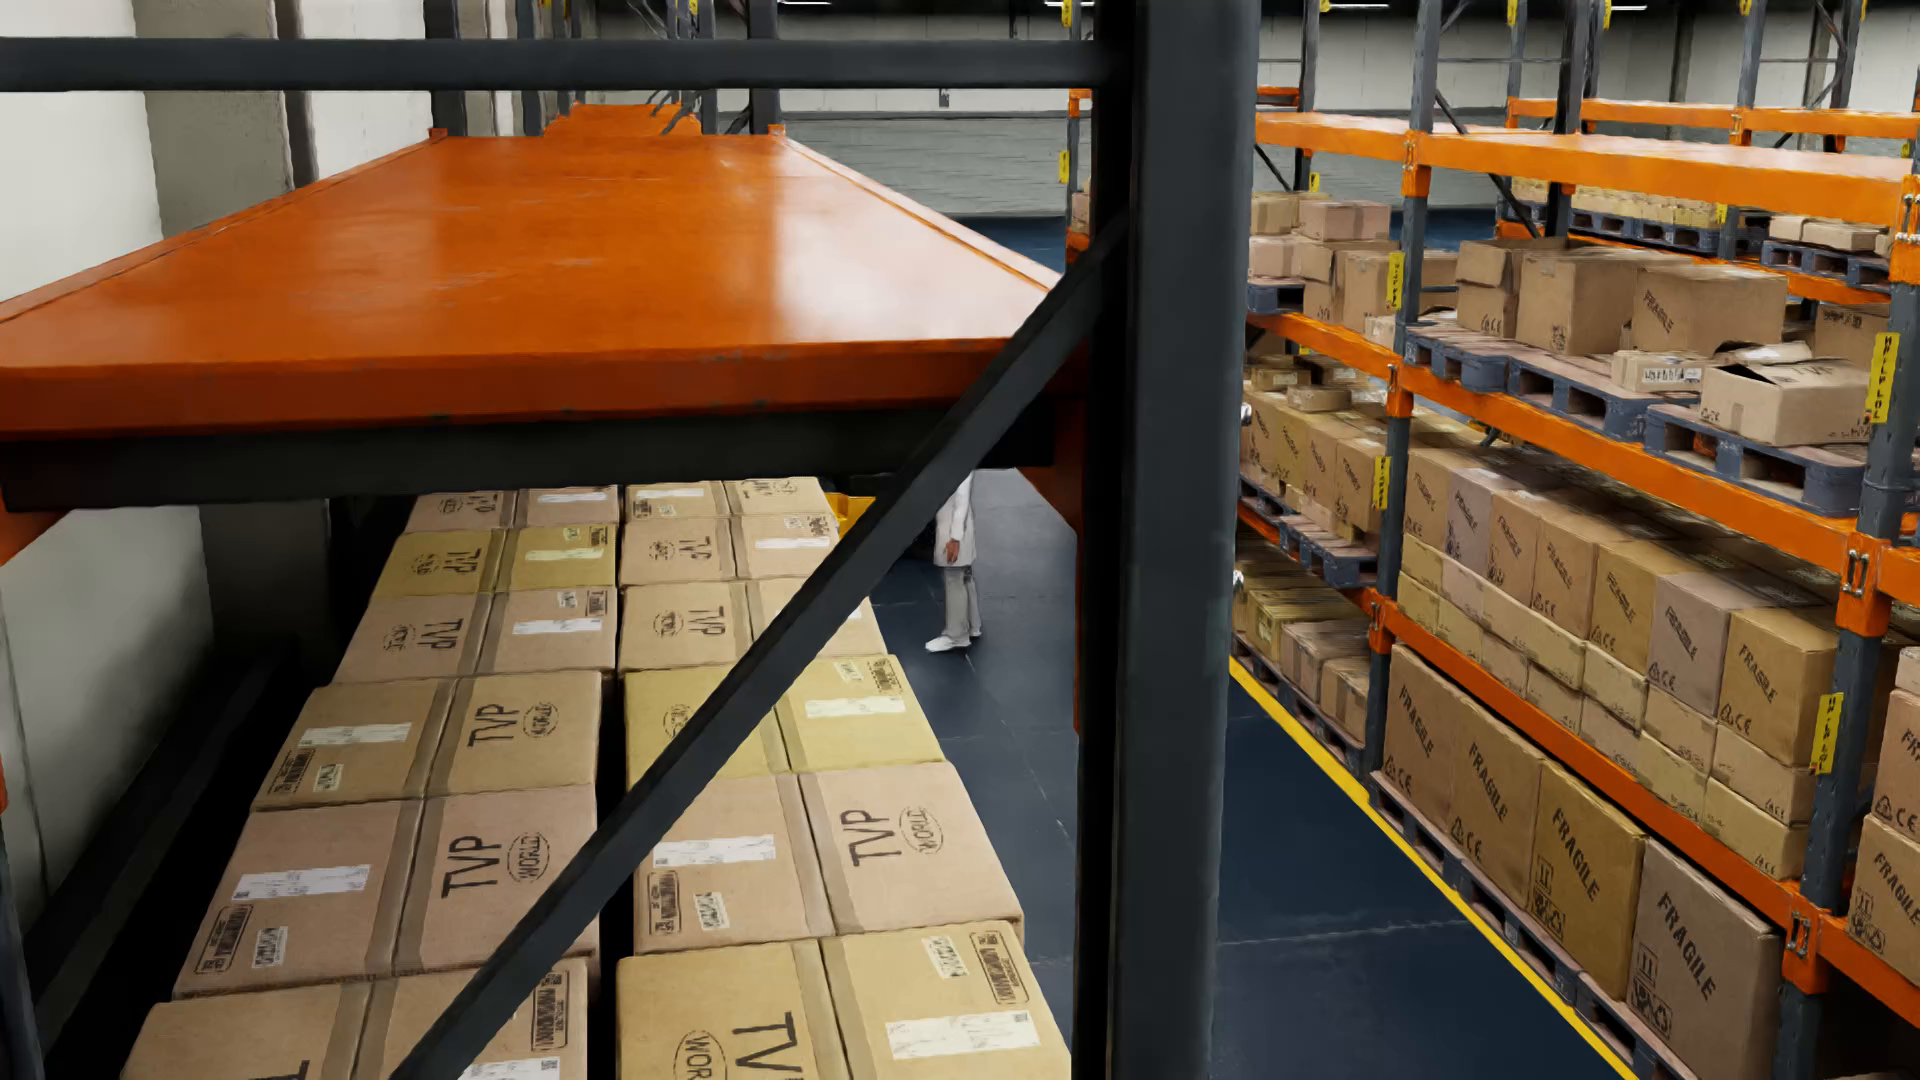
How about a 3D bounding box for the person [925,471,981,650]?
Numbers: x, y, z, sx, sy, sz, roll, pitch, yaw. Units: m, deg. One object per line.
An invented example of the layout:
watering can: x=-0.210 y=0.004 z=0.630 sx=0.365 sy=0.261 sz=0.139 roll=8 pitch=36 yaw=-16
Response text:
person: x=-0.049 y=-0.051 z=13.134 sx=0.428 sy=1.784 sz=0.717 roll=1 pitch=16 yaw=3
